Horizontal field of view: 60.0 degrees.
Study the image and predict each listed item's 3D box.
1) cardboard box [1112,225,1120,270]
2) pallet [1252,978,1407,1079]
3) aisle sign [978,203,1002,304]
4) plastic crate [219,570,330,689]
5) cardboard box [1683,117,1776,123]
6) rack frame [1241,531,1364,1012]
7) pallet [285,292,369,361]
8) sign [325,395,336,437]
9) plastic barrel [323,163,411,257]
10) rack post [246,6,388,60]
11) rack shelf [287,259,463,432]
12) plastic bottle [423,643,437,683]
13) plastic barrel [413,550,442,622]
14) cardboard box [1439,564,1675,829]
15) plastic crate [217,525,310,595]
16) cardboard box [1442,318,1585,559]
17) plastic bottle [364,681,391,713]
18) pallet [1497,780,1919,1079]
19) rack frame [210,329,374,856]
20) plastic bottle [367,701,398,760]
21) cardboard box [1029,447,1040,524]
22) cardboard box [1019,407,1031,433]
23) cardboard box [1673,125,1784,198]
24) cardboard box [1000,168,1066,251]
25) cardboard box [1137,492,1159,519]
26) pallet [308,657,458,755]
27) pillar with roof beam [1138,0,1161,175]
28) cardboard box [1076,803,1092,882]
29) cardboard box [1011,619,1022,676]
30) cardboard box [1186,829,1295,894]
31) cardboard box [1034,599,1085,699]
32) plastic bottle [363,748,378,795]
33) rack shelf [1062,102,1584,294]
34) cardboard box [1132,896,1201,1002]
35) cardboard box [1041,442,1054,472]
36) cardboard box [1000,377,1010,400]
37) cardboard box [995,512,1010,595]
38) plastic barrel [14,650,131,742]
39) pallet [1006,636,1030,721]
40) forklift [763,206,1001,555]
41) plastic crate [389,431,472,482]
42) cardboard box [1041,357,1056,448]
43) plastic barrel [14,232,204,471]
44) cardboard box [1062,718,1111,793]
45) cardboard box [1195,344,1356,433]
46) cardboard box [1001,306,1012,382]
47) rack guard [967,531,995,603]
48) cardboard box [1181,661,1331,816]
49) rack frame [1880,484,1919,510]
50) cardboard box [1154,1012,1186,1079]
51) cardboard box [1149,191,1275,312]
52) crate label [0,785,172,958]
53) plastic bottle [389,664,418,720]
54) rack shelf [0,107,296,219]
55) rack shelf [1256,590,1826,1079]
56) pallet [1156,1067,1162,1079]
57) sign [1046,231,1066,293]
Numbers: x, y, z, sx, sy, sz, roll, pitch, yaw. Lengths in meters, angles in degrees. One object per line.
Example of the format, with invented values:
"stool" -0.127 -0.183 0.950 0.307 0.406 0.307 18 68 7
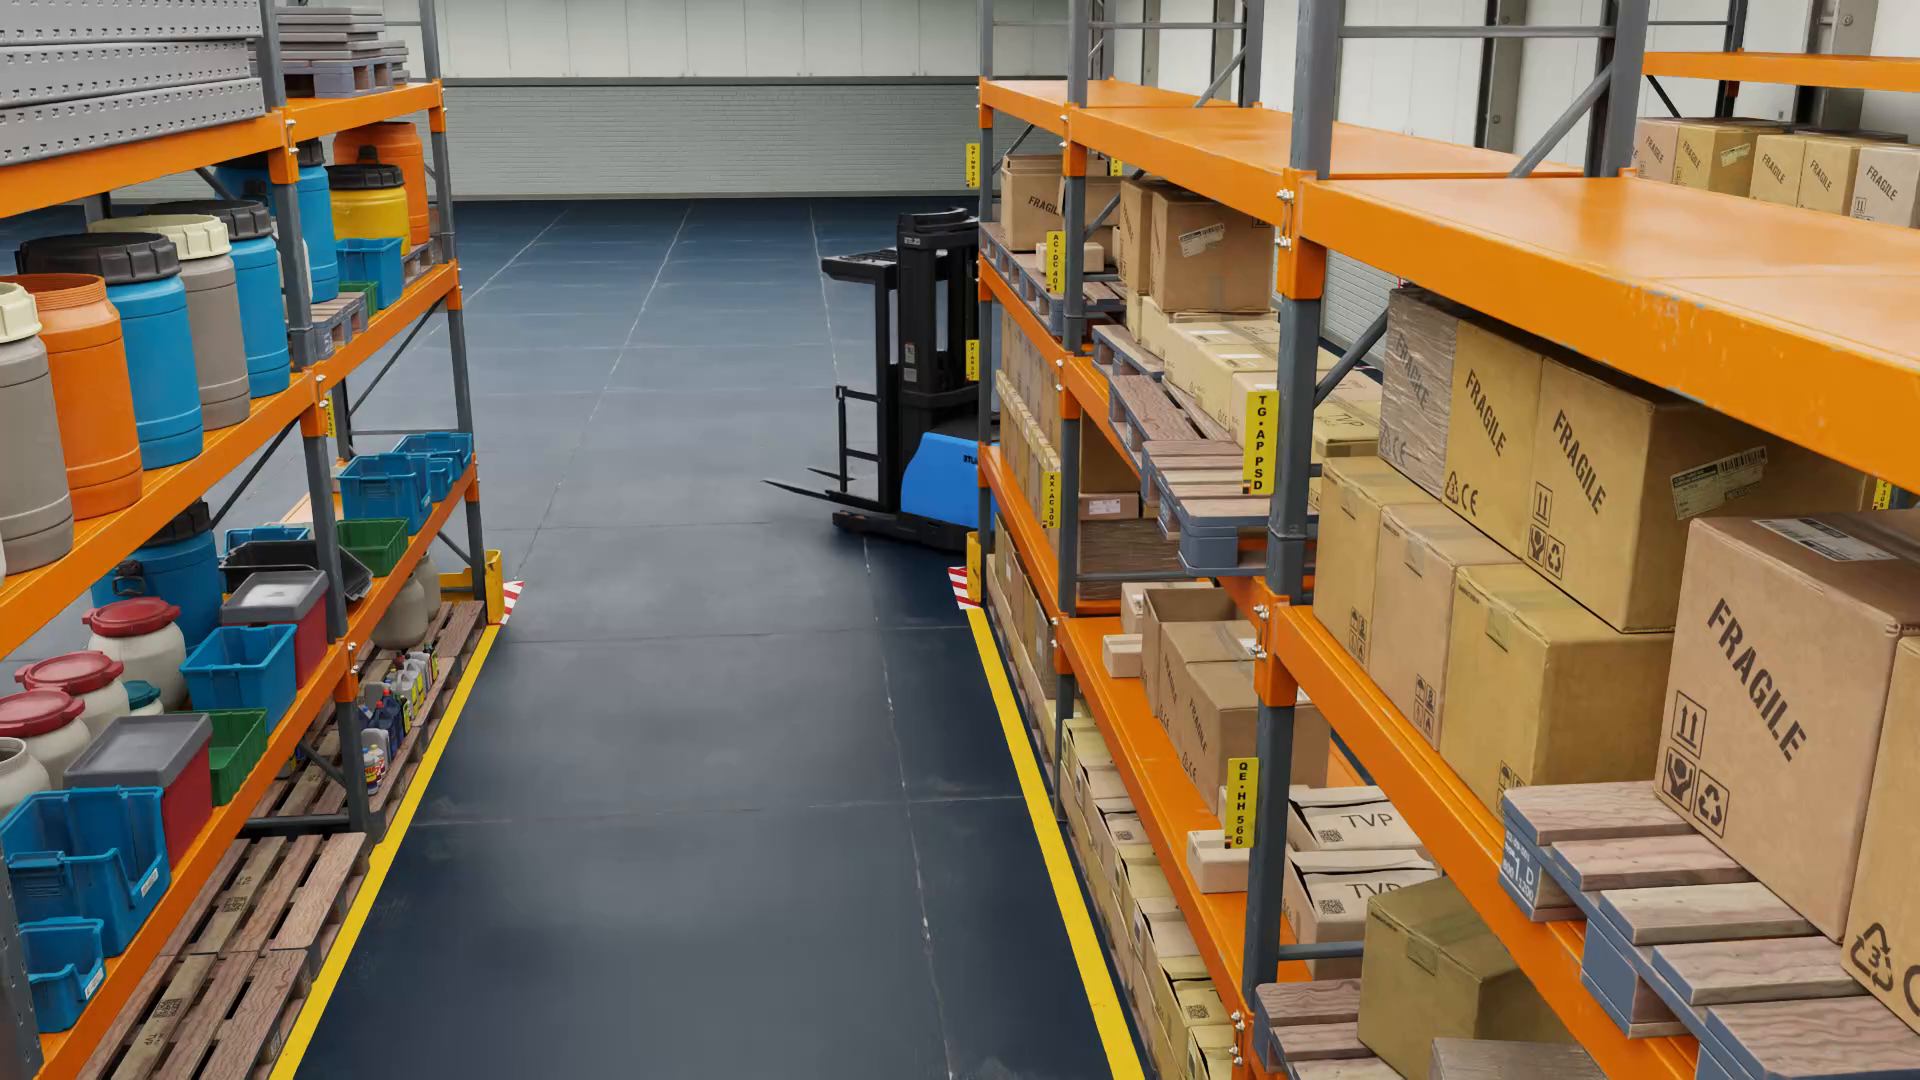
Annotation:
"cardboard box" 1.219 -1.764 9.995 0.500 0.311 0.500 -3 18 -9
"pallet" 1.617 1.694 5.095 1.213 0.211 1.003 -2 18 -6
"aisle sign" 0.341 -2.232 12.937 0.394 0.787 0.004 -2 18 -6
"plastic crate" -3.508 0.467 8.576 0.402 0.464 0.583 -2 18 -6
"cardboard box" 5.884 -2.980 12.785 0.500 0.500 0.500 -1 17 -3
"rack frame" 1.477 1.402 5.703 1.000 3.000 0.127 -2 18 -6
"pallet" -4.034 -1.191 9.269 1.213 0.211 1.003 -2 18 -6
"sign" -4.823 -0.946 12.719 0.100 0.325 0.005 -2 18 -6
"plastic barrel" -4.031 -2.215 11.201 0.600 0.588 0.600 0 17 0
"rack post" -4.044 -3.079 10.088 0.937 0.300 0.954 -2 18 -7
"rack shelf" -4.069 -1.321 10.571 1.077 0.370 4.000 -2 18 -6
"plastic bottle" -3.620 0.825 11.343 0.061 0.283 0.133 -1 17 -4
"plastic barrel" -4.131 0.351 12.503 0.421 0.512 0.421 0 17 0
"cardboard box" 1.662 0.359 3.850 0.910 0.500 0.500 -2 18 -6
"plastic crate" -4.247 0.112 10.061 0.499 0.251 0.616 -2 18 -6
"cardboard box" 1.569 -0.271 4.190 0.500 0.500 0.500 -2 18 -6
"plastic bottle" -3.741 1.028 10.708 0.152 0.276 0.135 -2 18 -6
"pallet" 1.782 0.747 3.095 1.213 0.211 1.003 -2 18 -6
"rack frame" -3.863 0.362 9.015 1.000 3.000 0.127 -2 18 -6
"plastic bottle" -3.533 1.163 10.152 0.144 0.351 0.185 -1 17 -4
"cardboard box" 0.850 -0.428 11.366 0.700 0.500 0.500 -1 17 -4
"cardboard box" 0.613 -0.831 11.567 0.380 0.149 0.250 -2 18 -6
"cardboard box" 5.443 -2.675 11.813 0.500 0.500 0.500 -1 17 -4
"cardboard box" 0.552 -2.224 11.144 0.500 0.500 0.500 -2 18 -6
"cardboard box" 1.230 -0.233 9.661 0.380 0.149 0.250 -2 18 -6
"pallet" -4.019 1.127 11.234 1.003 0.211 1.213 -2 18 -6
"pillar with roof beam" -0.246 -10.833 34.660 9.100 9.000 0.400 -2 18 -6
"cardboard box" 0.911 1.602 8.955 0.500 0.250 0.500 -1 17 -4
"cardboard box" 0.639 0.744 11.689 0.500 0.250 0.500 -2 18 -6
"cardboard box" 1.110 1.263 6.567 0.380 0.149 0.250 -2 18 -6
"cardboard box" 0.760 0.684 10.629 0.500 0.500 0.500 -2 18 -6
"plastic bottle" -3.459 1.346 9.703 0.097 0.271 0.097 0 17 0
"rack shelf" 1.271 -1.522 6.870 1.077 0.370 4.000 -2 18 -6
"cardboard box" 1.069 1.793 7.412 0.500 0.311 0.500 -2 18 -6
"cardboard box" 0.720 -0.524 10.589 0.380 0.149 0.250 -2 18 -6
"cardboard box" 0.508 -1.136 12.539 0.380 0.149 0.250 -2 18 -7
"cardboard box" 0.540 0.088 12.526 0.500 0.500 0.500 -2 18 -6
"plastic barrel" -3.906 0.808 7.369 0.433 0.535 0.433 0 17 0
"pallet" 0.895 0.938 11.836 1.003 0.211 1.213 -2 18 -6
"forklift" -0.557 -1.569 15.281 3.031 2.935 1.130 14 22 37
"plastic crate" -3.926 -0.618 12.387 0.499 0.251 0.616 -2 18 -6
"cardboard box" 0.908 -0.888 10.665 0.700 0.500 0.500 -2 18 -6
"plastic barrel" -3.459 -0.773 6.788 0.600 0.901 0.708 -2 18 -6
"cardboard box" 0.860 1.185 9.347 0.500 0.311 0.500 -2 18 -5
"cardboard box" 1.255 -0.617 6.678 0.500 0.250 0.500 -2 18 -7
"cardboard box" 0.693 -1.493 12.591 0.700 0.500 0.500 -2 18 -5
"rack guard" 0.650 0.204 13.692 1.175 0.500 0.348 -2 18 -6
"cardboard box" 1.288 0.855 7.278 0.500 0.500 0.500 -3 18 -9
"rack frame" 5.992 0.056 9.990 1.000 3.000 0.127 -2 18 -6
"cardboard box" 1.124 2.211 7.016 0.500 0.250 0.500 -2 18 -6
"cardboard box" 1.171 -1.353 7.769 0.500 0.500 0.500 0 17 0
"crate label" -3.283 1.233 6.183 0.502 0.435 0.616 -2 18 -6
"plastic bottle" -3.596 0.980 10.735 0.144 0.351 0.185 -2 18 -6
"rack shelf" -3.656 -1.370 6.386 1.077 0.370 4.000 -2 18 -6
"rack shelf" 1.684 0.910 3.463 1.077 0.370 4.000 -2 18 -6
"pallet" 1.431 2.486 6.905 1.003 0.211 1.213 -2 18 -6
"sign" 0.513 -1.487 8.904 0.100 0.325 0.005 -2 18 -6
